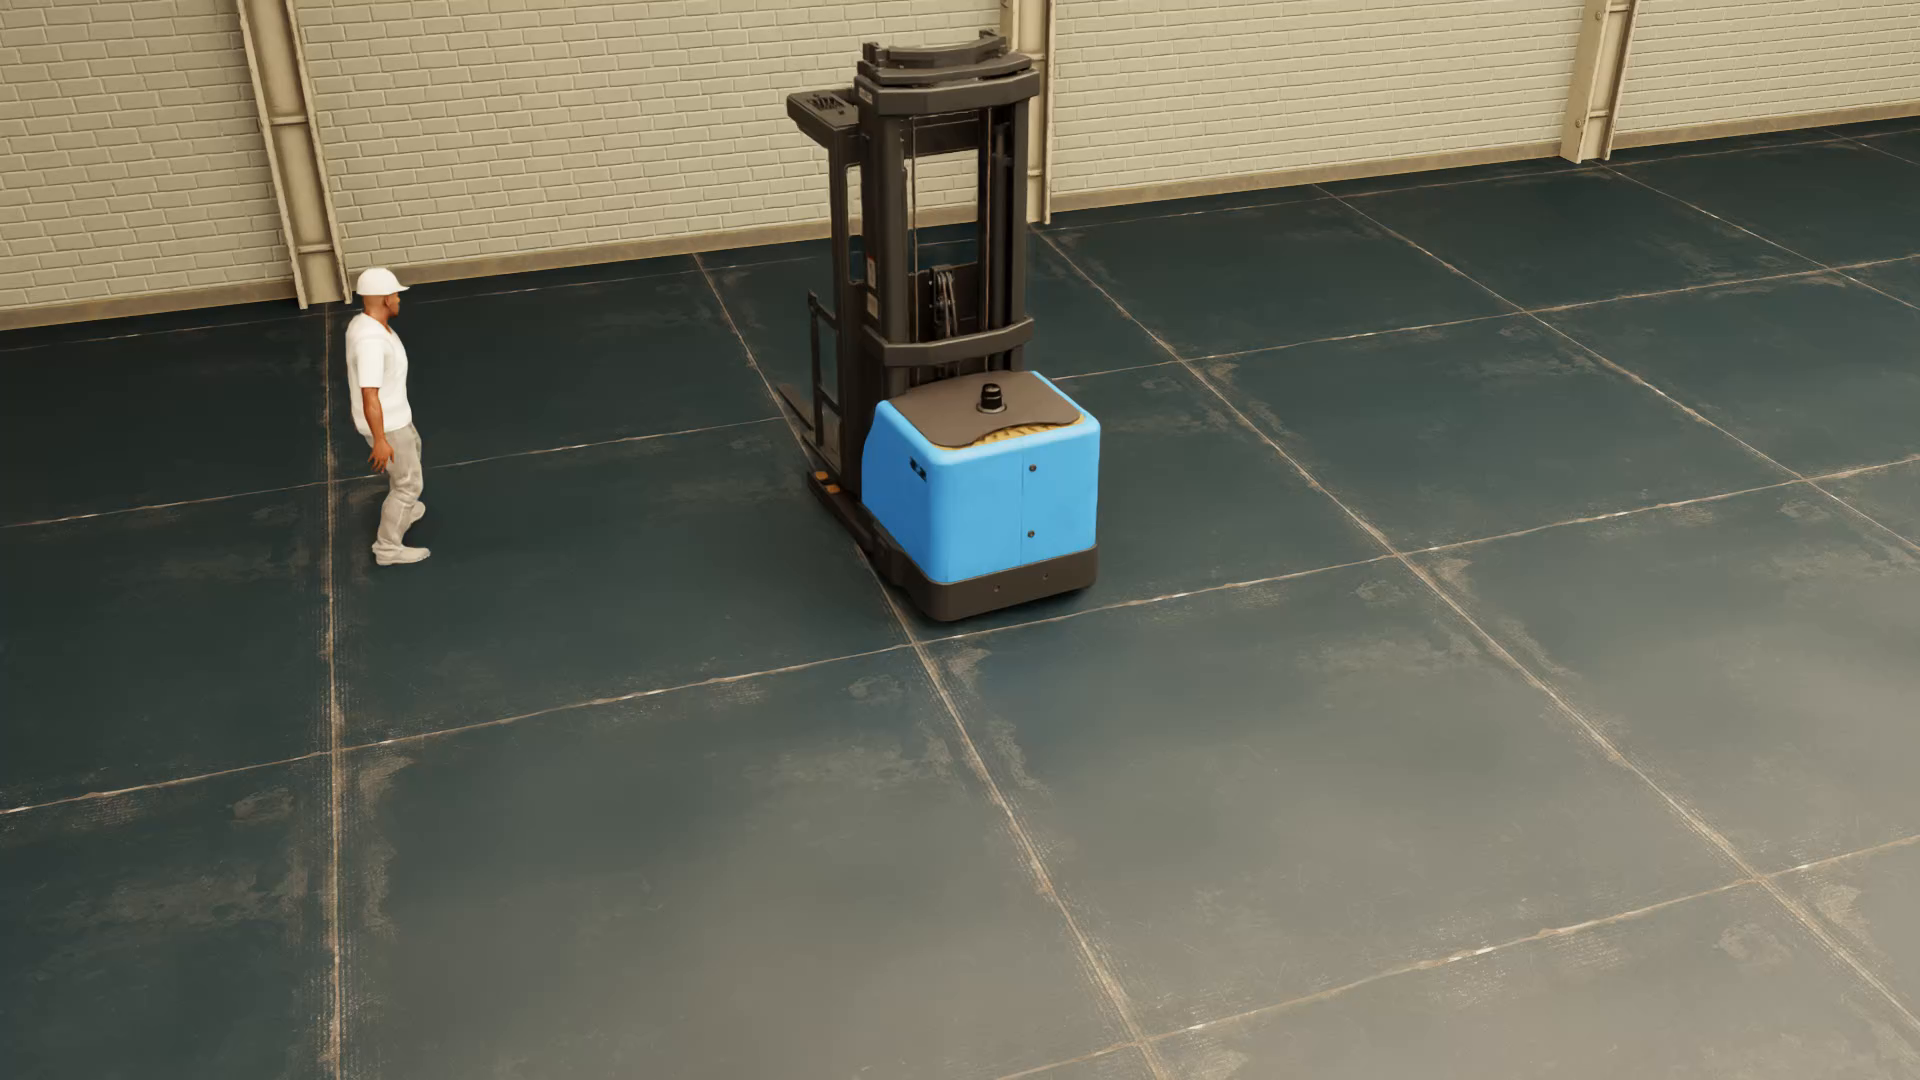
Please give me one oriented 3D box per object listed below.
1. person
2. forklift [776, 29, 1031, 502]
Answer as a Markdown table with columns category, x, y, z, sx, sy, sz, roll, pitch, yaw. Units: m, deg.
| category | x | y | z | sx | sy | sz | roll | pitch | yaw |
| --- | --- | --- | --- | --- | --- | --- | --- | --- | --- |
| person | -3.272 | -0.708 | 9.542 | 0.460 | 1.731 | 0.893 | -12 | 32 | -20 |
| forklift | -0.307 | -1.538 | 9.760 | 1.121 | 2.935 | 3.031 | -13 | 32 | -22 |
